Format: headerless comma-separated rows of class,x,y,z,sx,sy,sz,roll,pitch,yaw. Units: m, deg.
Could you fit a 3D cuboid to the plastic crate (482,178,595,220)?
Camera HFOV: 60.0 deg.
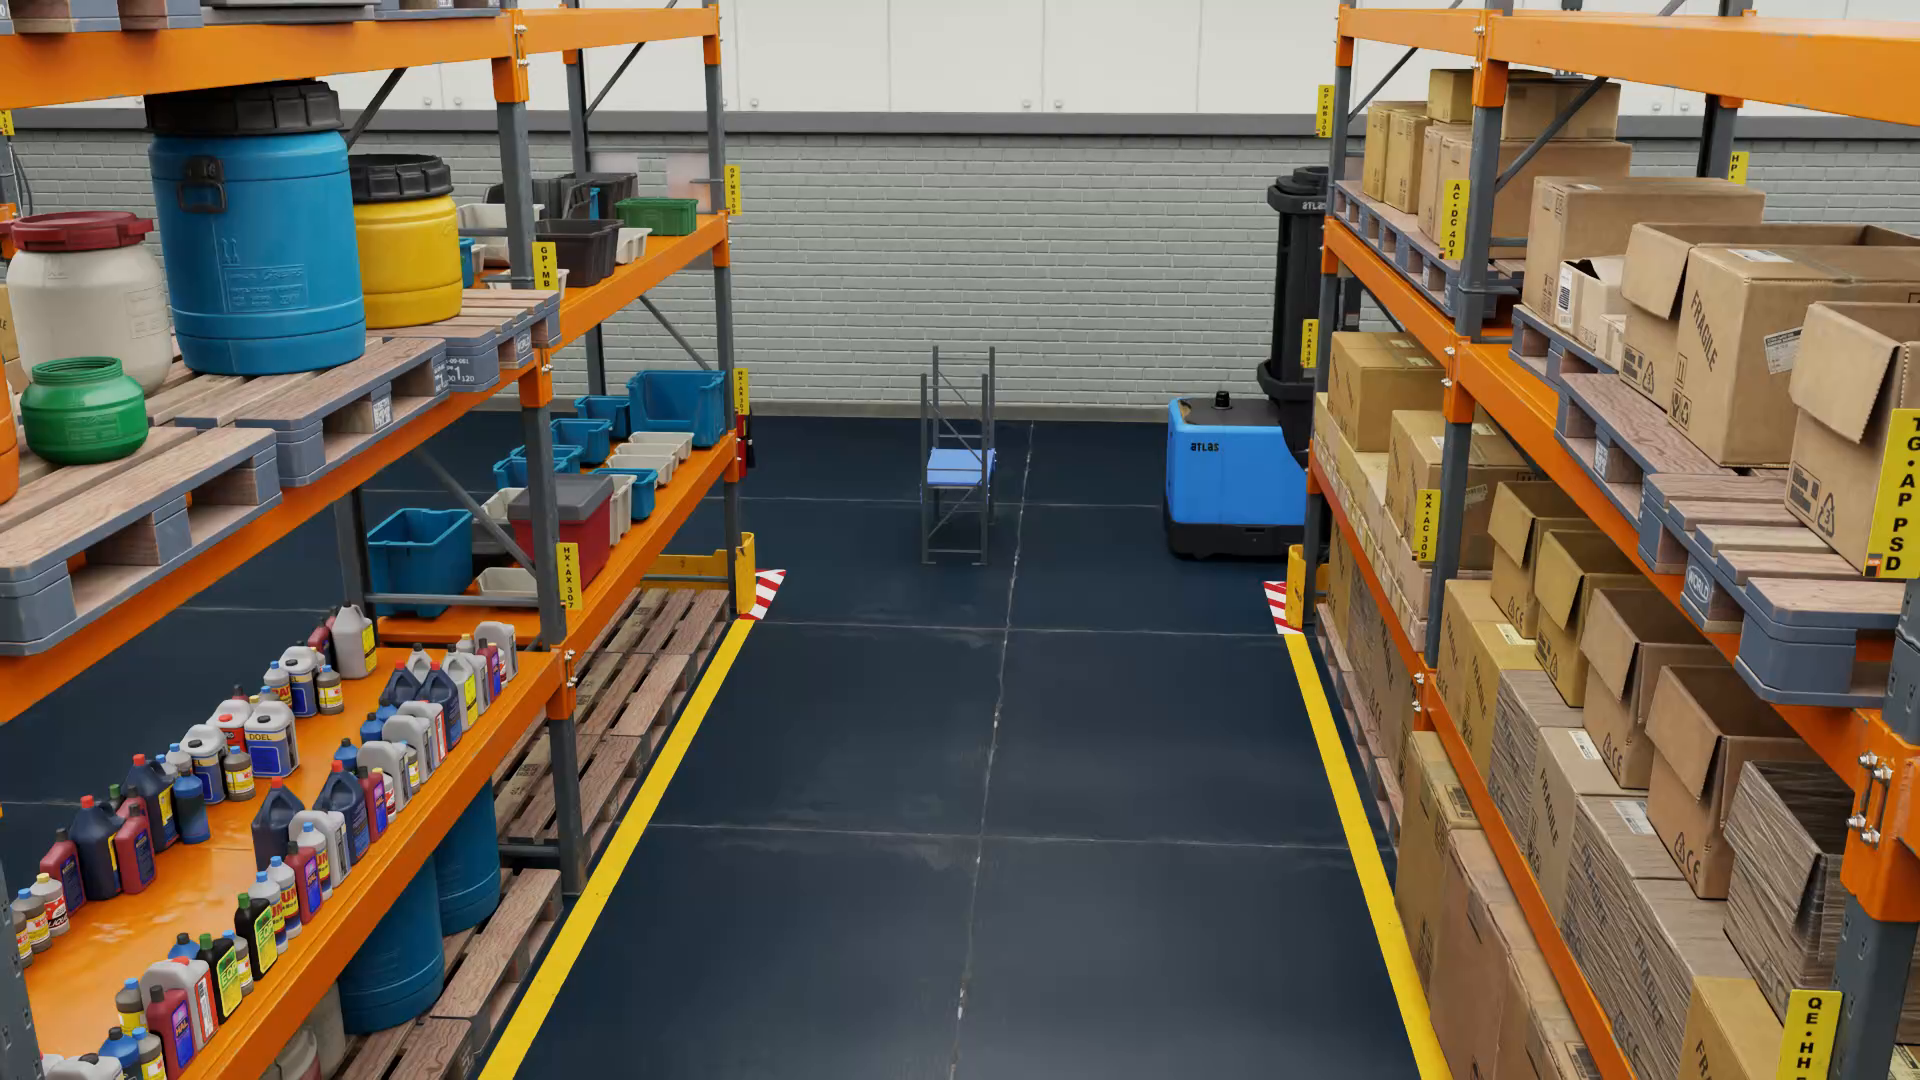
plastic crate,-2.442,-1.883,9.634,0.504,0.338,0.767,1,18,4

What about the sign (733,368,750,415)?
sign,-1.508,-1.026,11.473,0.100,0.325,0.005,1,18,4

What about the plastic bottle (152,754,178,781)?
plastic bottle,-2.884,0.909,6.039,0.097,0.271,0.097,0,18,0

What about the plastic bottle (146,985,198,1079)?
plastic bottle,-2.209,1.357,4.653,0.061,0.283,0.133,1,18,4

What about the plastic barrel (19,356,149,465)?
plastic barrel,-2.327,-0.346,4.419,0.294,0.245,0.294,0,18,0

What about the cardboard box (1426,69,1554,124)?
cardboard box,2.727,-2.294,8.589,0.500,0.250,0.500,1,18,2

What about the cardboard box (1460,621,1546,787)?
cardboard box,2.278,0.644,6.481,0.500,0.500,0.500,1,18,4

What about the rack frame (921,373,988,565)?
rack frame,-0.043,-0.528,12.627,0.500,1.500,0.032,1,18,4

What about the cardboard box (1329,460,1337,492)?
cardboard box,2.475,-0.382,10.175,0.380,0.149,0.250,1,18,3

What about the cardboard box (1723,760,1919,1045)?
cardboard box,2.377,0.889,4.121,0.797,0.503,0.637,2,18,6

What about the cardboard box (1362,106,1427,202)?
cardboard box,2.737,-2.230,9.598,0.700,0.500,0.500,1,18,2

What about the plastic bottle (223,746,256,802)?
plastic bottle,-2.716,0.873,6.259,0.097,0.201,0.097,0,18,0

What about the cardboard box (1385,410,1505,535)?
cardboard box,2.401,-0.333,8.181,0.500,0.500,0.500,1,18,4

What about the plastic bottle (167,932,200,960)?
plastic bottle,-2.270,1.283,4.897,0.097,0.271,0.097,0,18,0

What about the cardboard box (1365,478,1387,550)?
cardboard box,2.436,-0.135,8.780,0.500,0.250,0.500,2,18,5

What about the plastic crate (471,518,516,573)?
plastic crate,-2.533,0.036,8.842,0.437,0.125,0.590,1,18,4

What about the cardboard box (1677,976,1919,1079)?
cardboard box,2.097,1.434,4.070,0.500,0.500,0.500,2,18,6

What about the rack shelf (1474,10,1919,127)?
rack shelf,2.452,-1.300,4.737,1.077,0.370,4.000,1,18,4

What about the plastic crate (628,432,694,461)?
plastic crate,-1.936,-0.601,10.767,0.396,0.136,0.243,1,18,4

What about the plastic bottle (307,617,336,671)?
plastic bottle,-2.806,0.488,7.303,0.061,0.283,0.133,1,18,4

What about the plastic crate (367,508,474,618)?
plastic crate,-2.652,0.114,8.188,0.392,0.384,0.575,1,18,4

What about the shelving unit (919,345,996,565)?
shelving unit,-0.006,-0.686,13.109,0.538,1.500,1.048,1,18,4

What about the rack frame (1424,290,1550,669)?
rack frame,2.595,0.398,7.392,1.000,3.000,0.127,1,18,4

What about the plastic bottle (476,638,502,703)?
plastic bottle,-2.022,0.545,7.130,0.061,0.283,0.133,1,18,4

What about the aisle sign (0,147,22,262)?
aisle sign,-6.688,-2.317,11.501,0.394,0.787,0.004,1,18,4

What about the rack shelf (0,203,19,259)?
rack shelf,-7.142,-1.529,9.611,1.077,0.370,4.000,1,18,4

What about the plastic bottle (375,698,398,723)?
plastic bottle,-2.239,0.751,6.521,0.097,0.271,0.097,0,18,0

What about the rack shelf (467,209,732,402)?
rack shelf,-2.202,-1.418,9.270,1.077,0.370,4.000,1,18,4

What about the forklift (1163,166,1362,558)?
forklift,3.171,-1.362,12.871,3.031,2.935,1.130,1,18,3

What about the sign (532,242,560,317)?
sign,-1.797,-1.130,7.222,0.100,0.325,0.005,1,18,4

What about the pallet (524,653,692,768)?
pallet,-2.246,1.003,10.023,1.003,0.211,1.213,1,18,4

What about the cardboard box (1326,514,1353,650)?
cardboard box,2.916,0.166,10.837,0.875,0.875,0.875,1,18,4

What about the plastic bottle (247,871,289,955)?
plastic bottle,-2.184,1.171,5.238,0.097,0.271,0.097,0,18,0

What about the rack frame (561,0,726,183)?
rack frame,-2.058,-3.806,10.587,1.000,3.000,0.127,1,18,4

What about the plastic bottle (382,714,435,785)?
plastic bottle,-2.123,0.788,6.401,0.152,0.276,0.135,1,18,4

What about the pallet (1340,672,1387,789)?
pallet,2.812,1.108,9.701,1.003,0.211,1.213,1,18,4

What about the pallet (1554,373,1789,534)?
pallet,2.379,-0.244,4.837,1.003,0.211,1.213,2,18,6

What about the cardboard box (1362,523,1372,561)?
cardboard box,2.382,0.016,8.961,0.380,0.149,0.250,1,18,3

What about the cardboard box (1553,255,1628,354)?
cardboard box,2.427,-0.846,5.840,0.500,0.311,0.500,1,18,2

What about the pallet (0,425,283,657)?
pallet,-2.479,-0.042,4.219,1.003,0.211,1.213,1,18,4

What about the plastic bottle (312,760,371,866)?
plastic bottle,-2.164,0.945,5.800,0.144,0.351,0.185,1,18,4

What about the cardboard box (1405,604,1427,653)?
cardboard box,2.290,0.415,7.743,0.380,0.149,0.250,1,18,4

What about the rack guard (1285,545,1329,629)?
rack guard,2.884,0.336,11.595,1.175,0.500,0.348,1,18,4

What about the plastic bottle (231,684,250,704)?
plastic bottle,-2.861,0.723,6.587,0.061,0.283,0.133,1,18,4

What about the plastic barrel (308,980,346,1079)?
plastic barrel,-2.581,1.832,6.337,0.421,0.512,0.421,0,18,0

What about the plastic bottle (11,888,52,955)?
plastic bottle,-2.943,1.200,5.262,0.097,0.201,0.097,0,18,0

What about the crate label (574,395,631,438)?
crate label,-2.404,-0.835,11.326,0.416,0.233,0.303,1,18,4

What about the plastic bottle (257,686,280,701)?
plastic bottle,-2.827,0.696,6.801,0.097,0.201,0.097,0,18,0

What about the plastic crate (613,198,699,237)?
plastic crate,-1.844,-1.967,10.133,0.450,0.188,0.336,1,18,4
